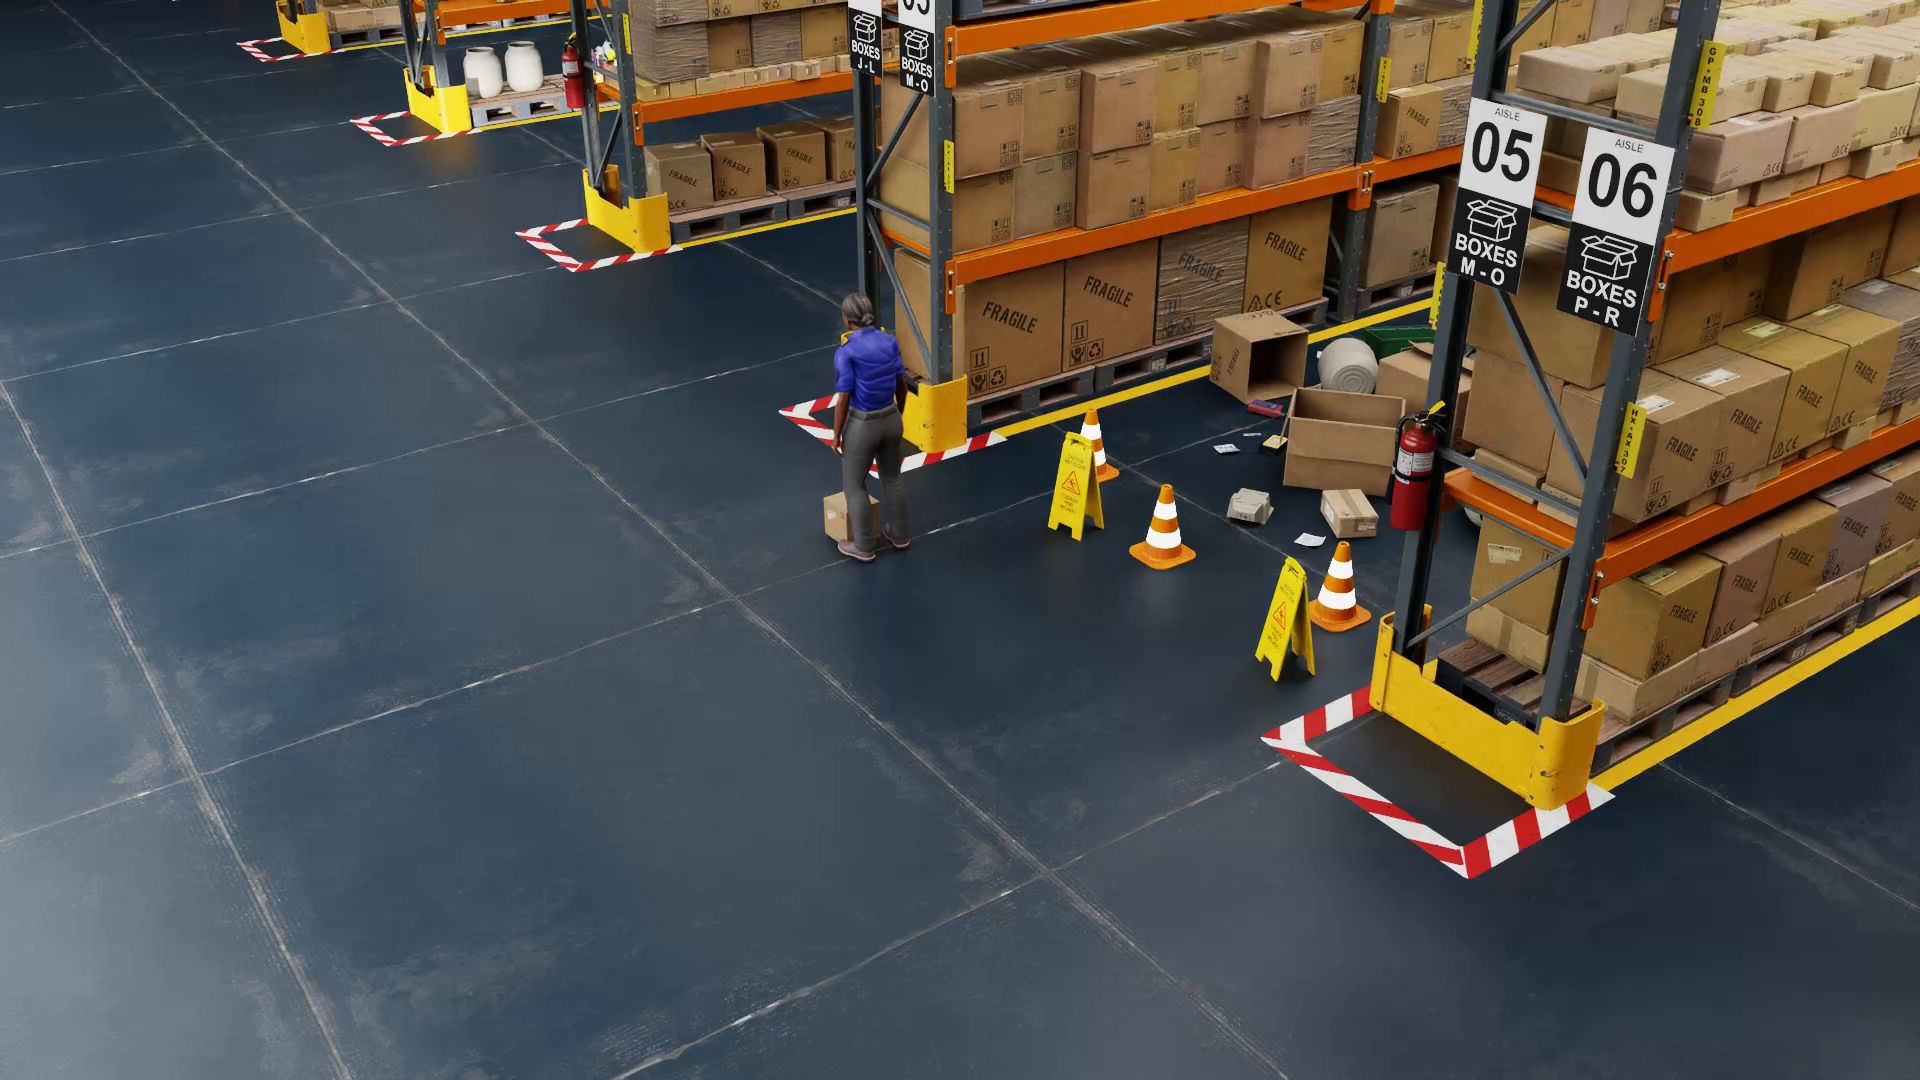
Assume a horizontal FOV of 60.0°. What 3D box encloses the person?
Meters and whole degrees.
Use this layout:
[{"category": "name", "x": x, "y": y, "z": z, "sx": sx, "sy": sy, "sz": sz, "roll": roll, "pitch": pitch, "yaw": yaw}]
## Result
[{"category": "person", "x": -0.529, "y": -0.668, "z": 9.847, "sx": 0.512, "sy": 1.654, "sz": 0.352, "roll": -19, "pitch": 34, "yaw": -31}]
